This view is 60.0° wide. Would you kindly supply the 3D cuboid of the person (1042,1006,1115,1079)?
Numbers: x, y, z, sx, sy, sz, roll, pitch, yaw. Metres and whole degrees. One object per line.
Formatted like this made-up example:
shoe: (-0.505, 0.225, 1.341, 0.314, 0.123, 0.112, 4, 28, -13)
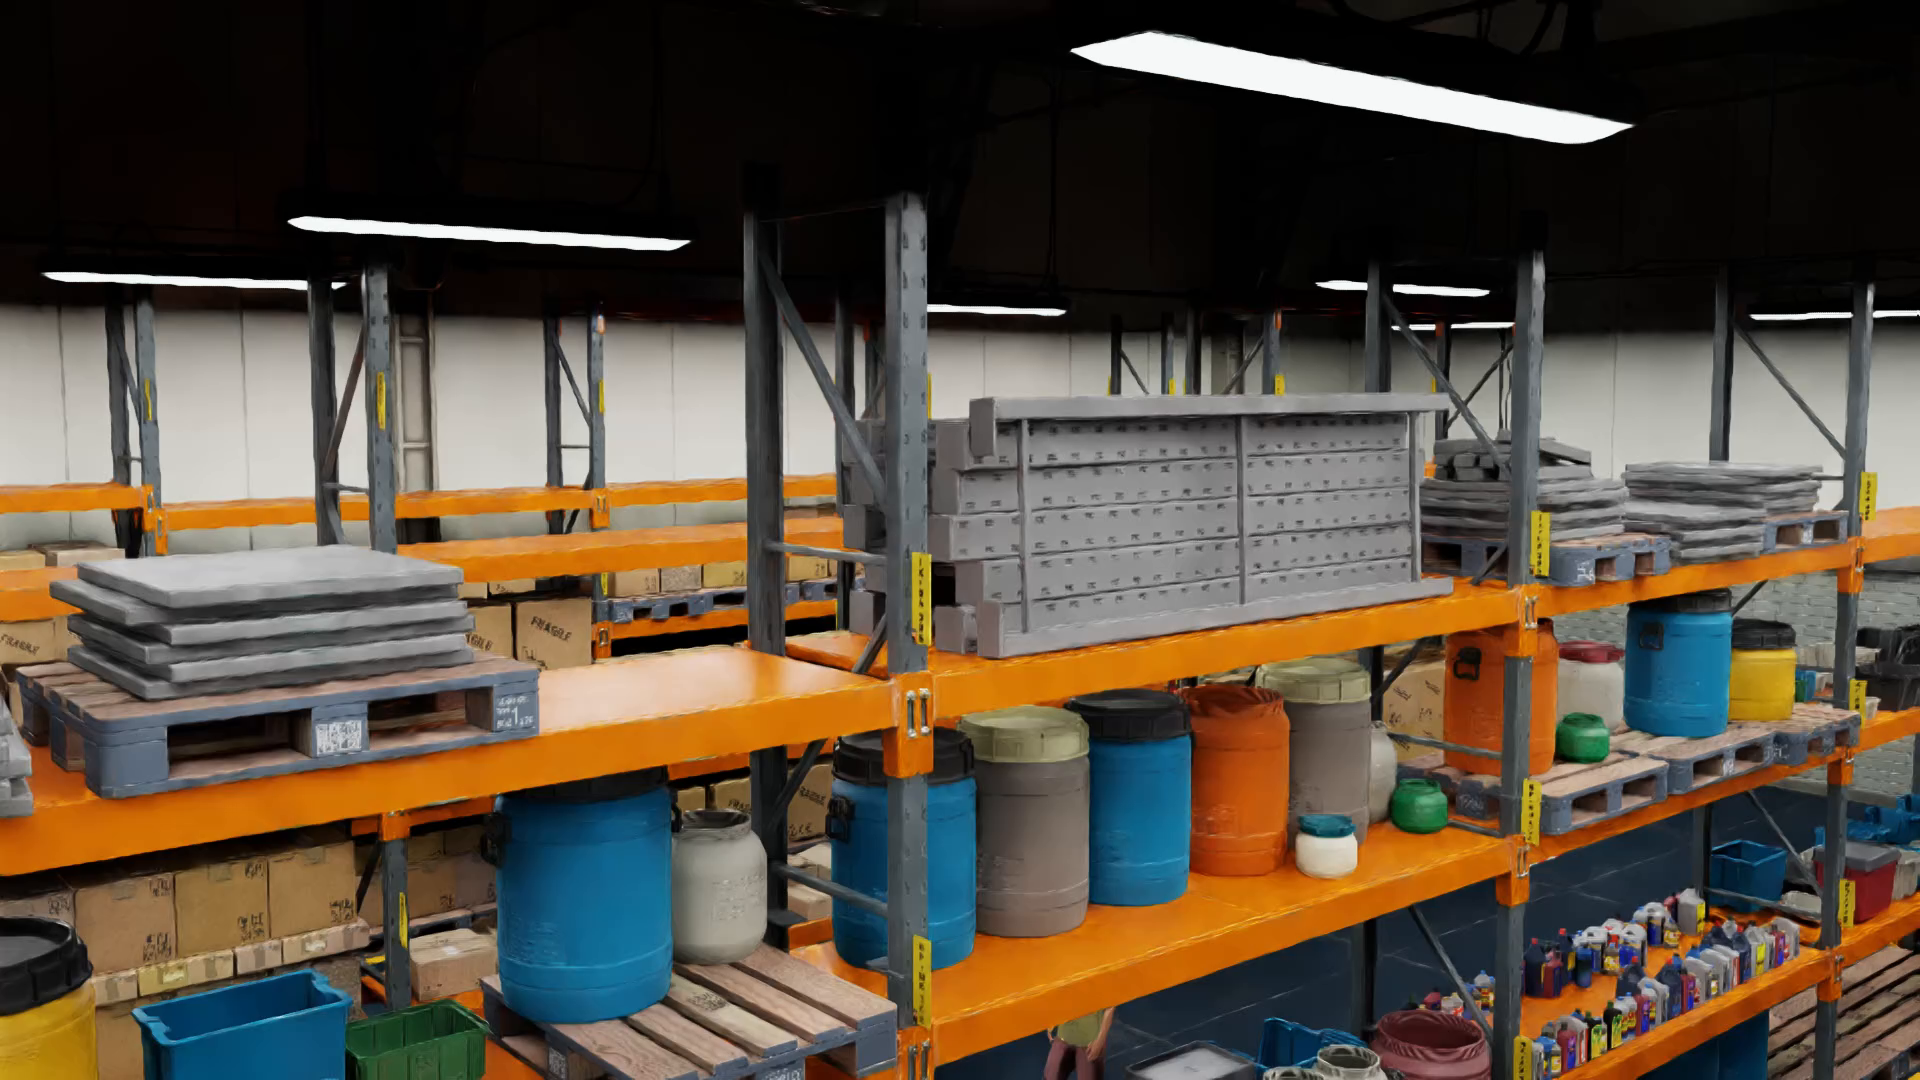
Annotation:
person: (0.796, 3.306, 11.051, 0.507, 1.619, 0.598, -5, 7, -42)
